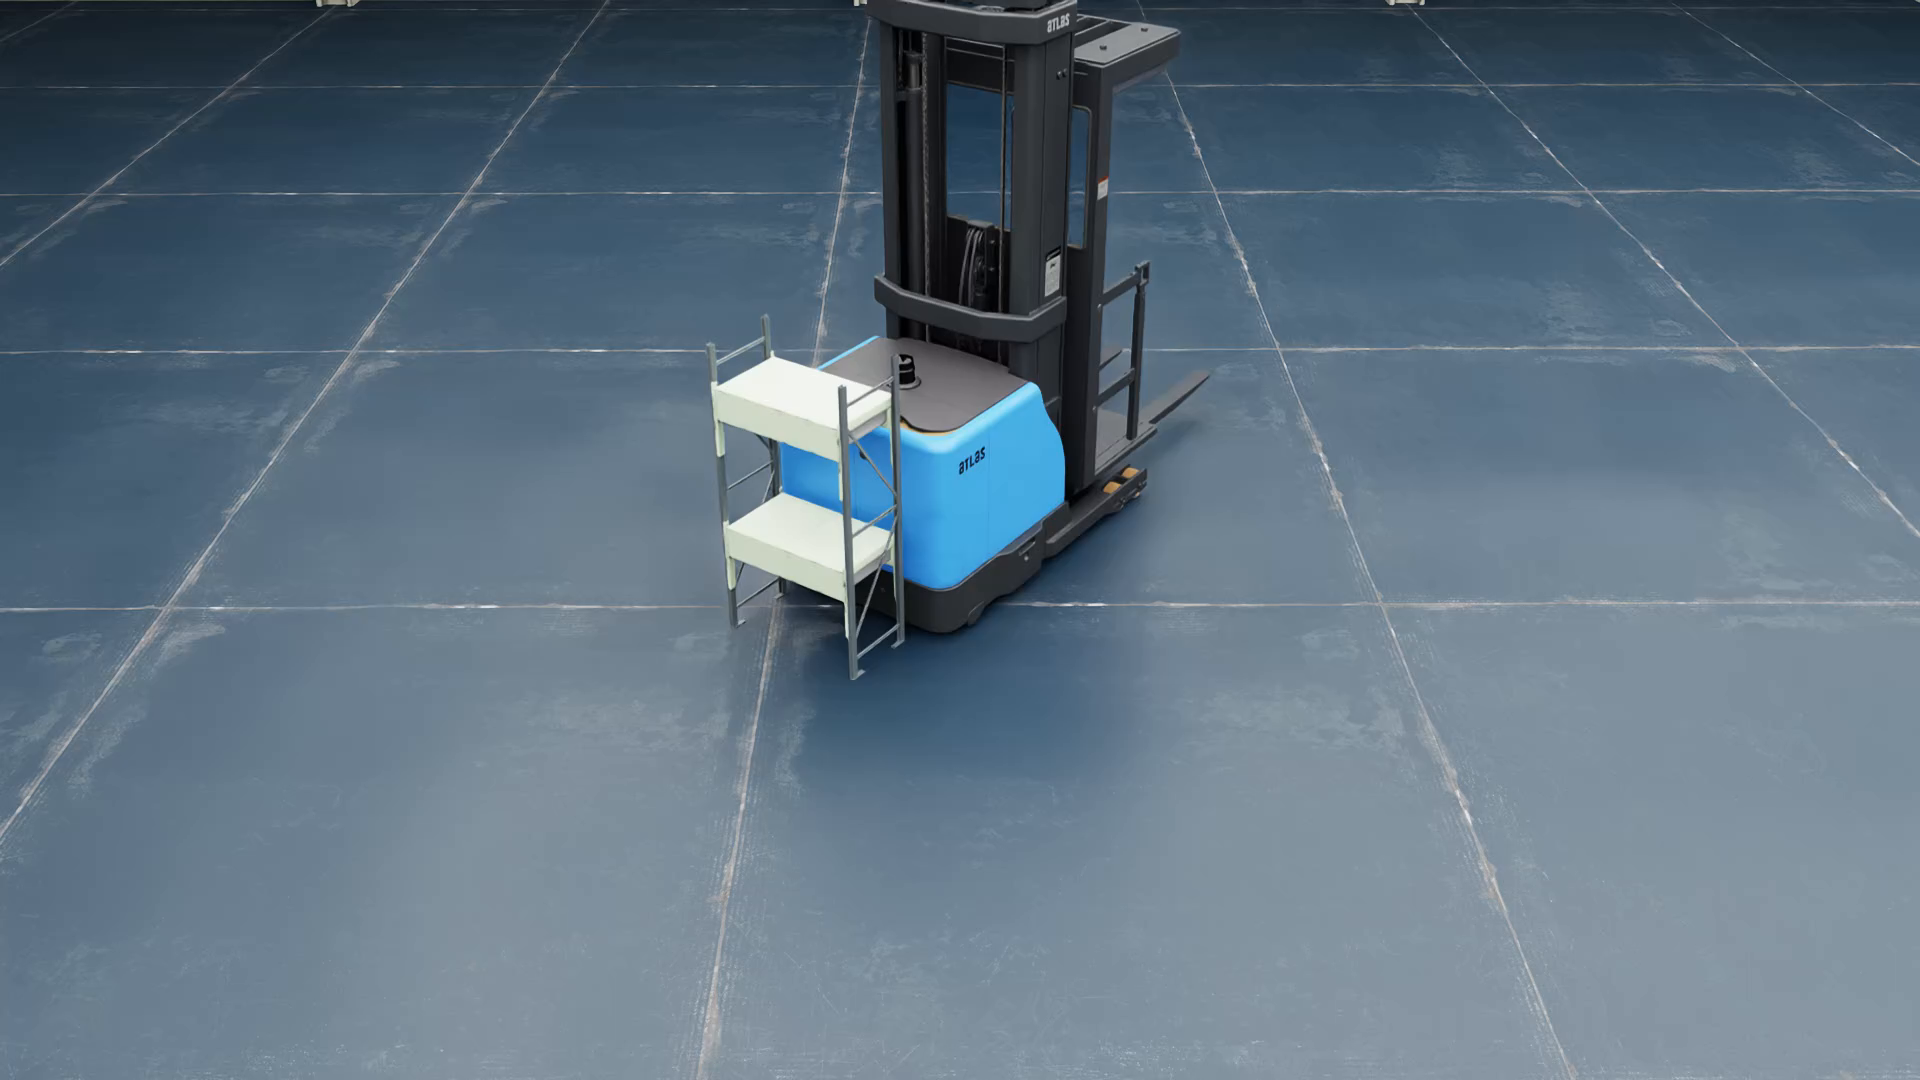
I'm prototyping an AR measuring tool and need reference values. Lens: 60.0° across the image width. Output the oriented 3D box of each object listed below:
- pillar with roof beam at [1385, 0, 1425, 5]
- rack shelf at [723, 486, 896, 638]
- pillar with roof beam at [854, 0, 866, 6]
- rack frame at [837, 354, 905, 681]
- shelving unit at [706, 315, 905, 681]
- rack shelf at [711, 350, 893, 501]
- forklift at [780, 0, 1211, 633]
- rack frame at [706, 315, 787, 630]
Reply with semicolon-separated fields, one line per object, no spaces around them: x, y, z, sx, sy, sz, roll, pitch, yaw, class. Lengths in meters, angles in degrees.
5.036;-7.695;12.757;0.400;9.000;9.100;0;31;0;pillar with roof beam
-0.687;0.093;7.779;0.720;0.370;0.431;20;36;29;rack shelf
-0.964;-7.676;12.726;0.400;9.000;9.100;0;31;0;pillar with roof beam
-0.387;-0.077;7.431;0.023;1.500;0.400;20;36;29;rack frame
-0.687;-0.186;7.610;0.755;1.500;0.431;20;36;29;shelving unit
-0.687;-0.519;7.407;0.720;0.370;0.431;20;36;29;rack shelf
0.370;-1.529;8.444;1.130;2.935;3.031;20;36;29;forklift
-0.988;-0.294;7.789;0.023;1.500;0.400;20;36;29;rack frame
